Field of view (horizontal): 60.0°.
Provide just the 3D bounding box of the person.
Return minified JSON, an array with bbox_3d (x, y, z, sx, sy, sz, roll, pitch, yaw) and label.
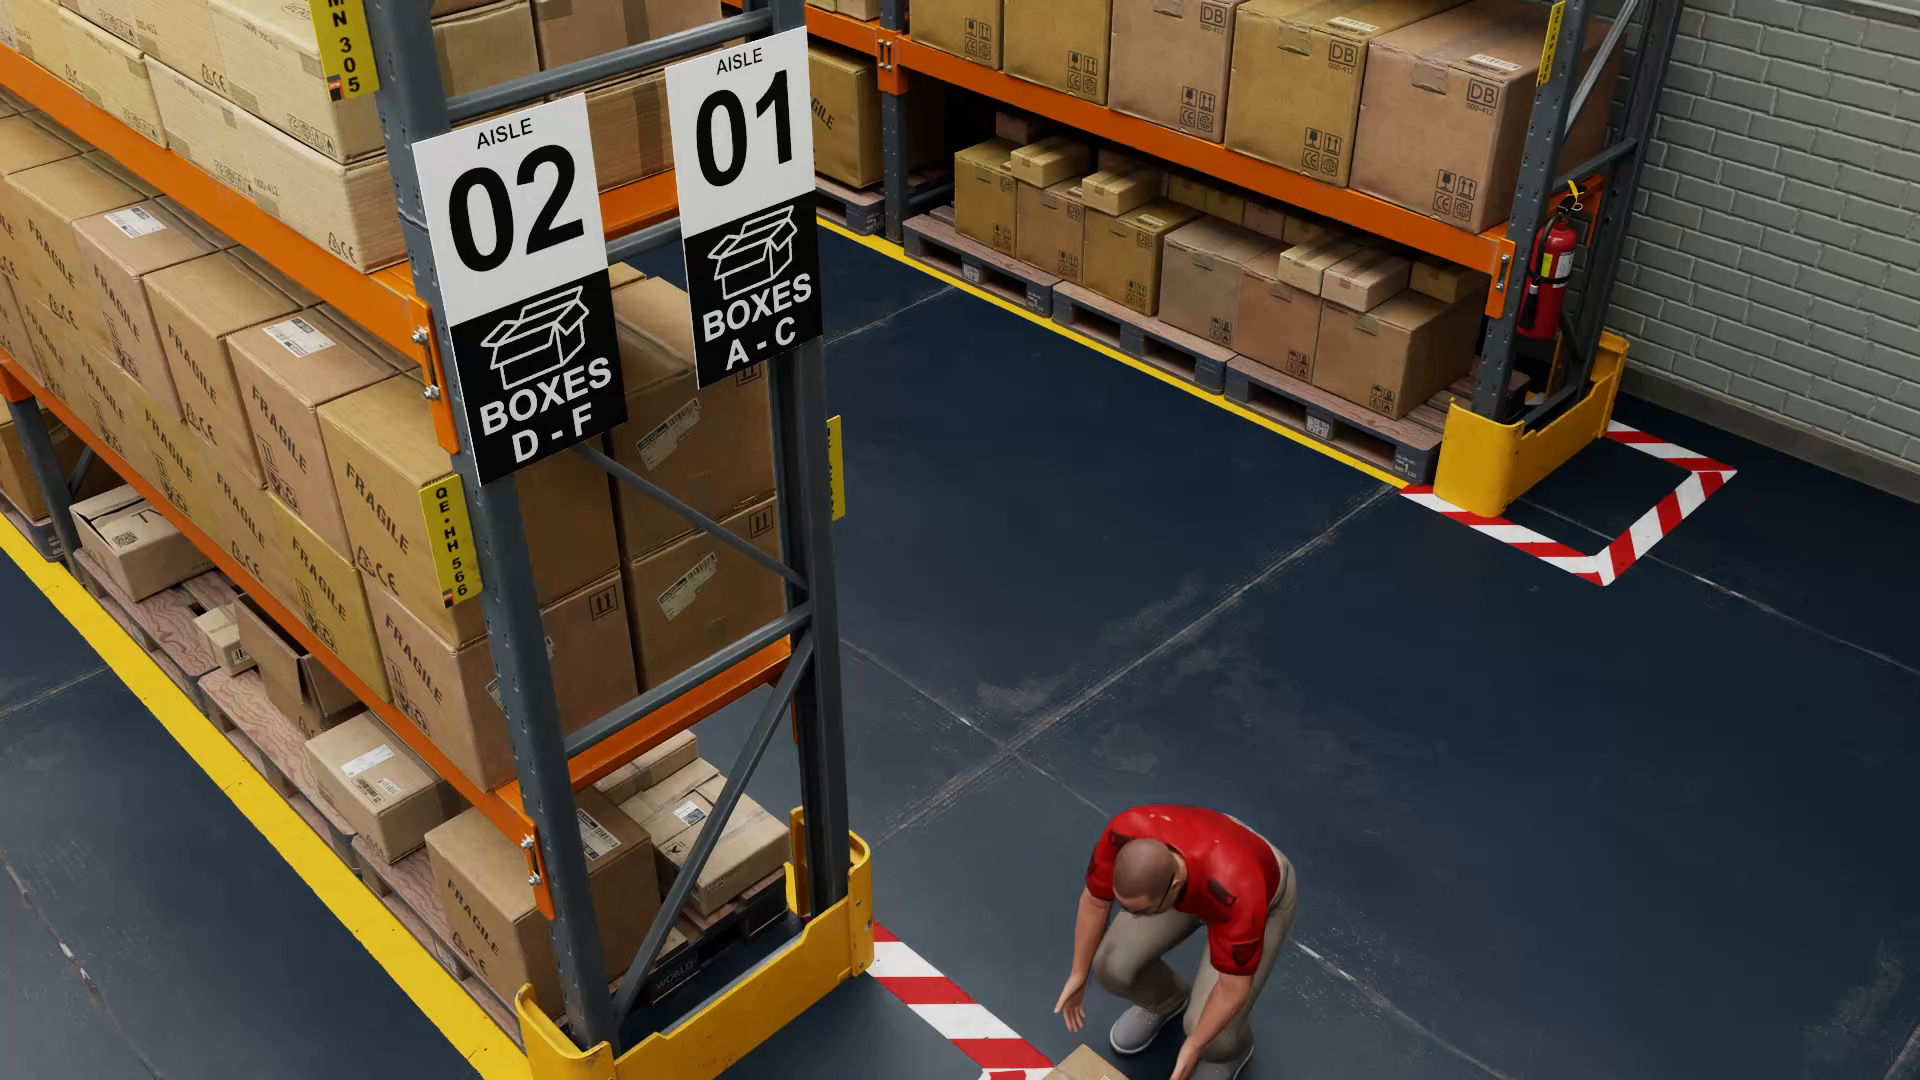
[{"bbox_3d":[0.692,1.183,4.923,0.583,1.228,0.794,30,45,35],"label":"person"}]
